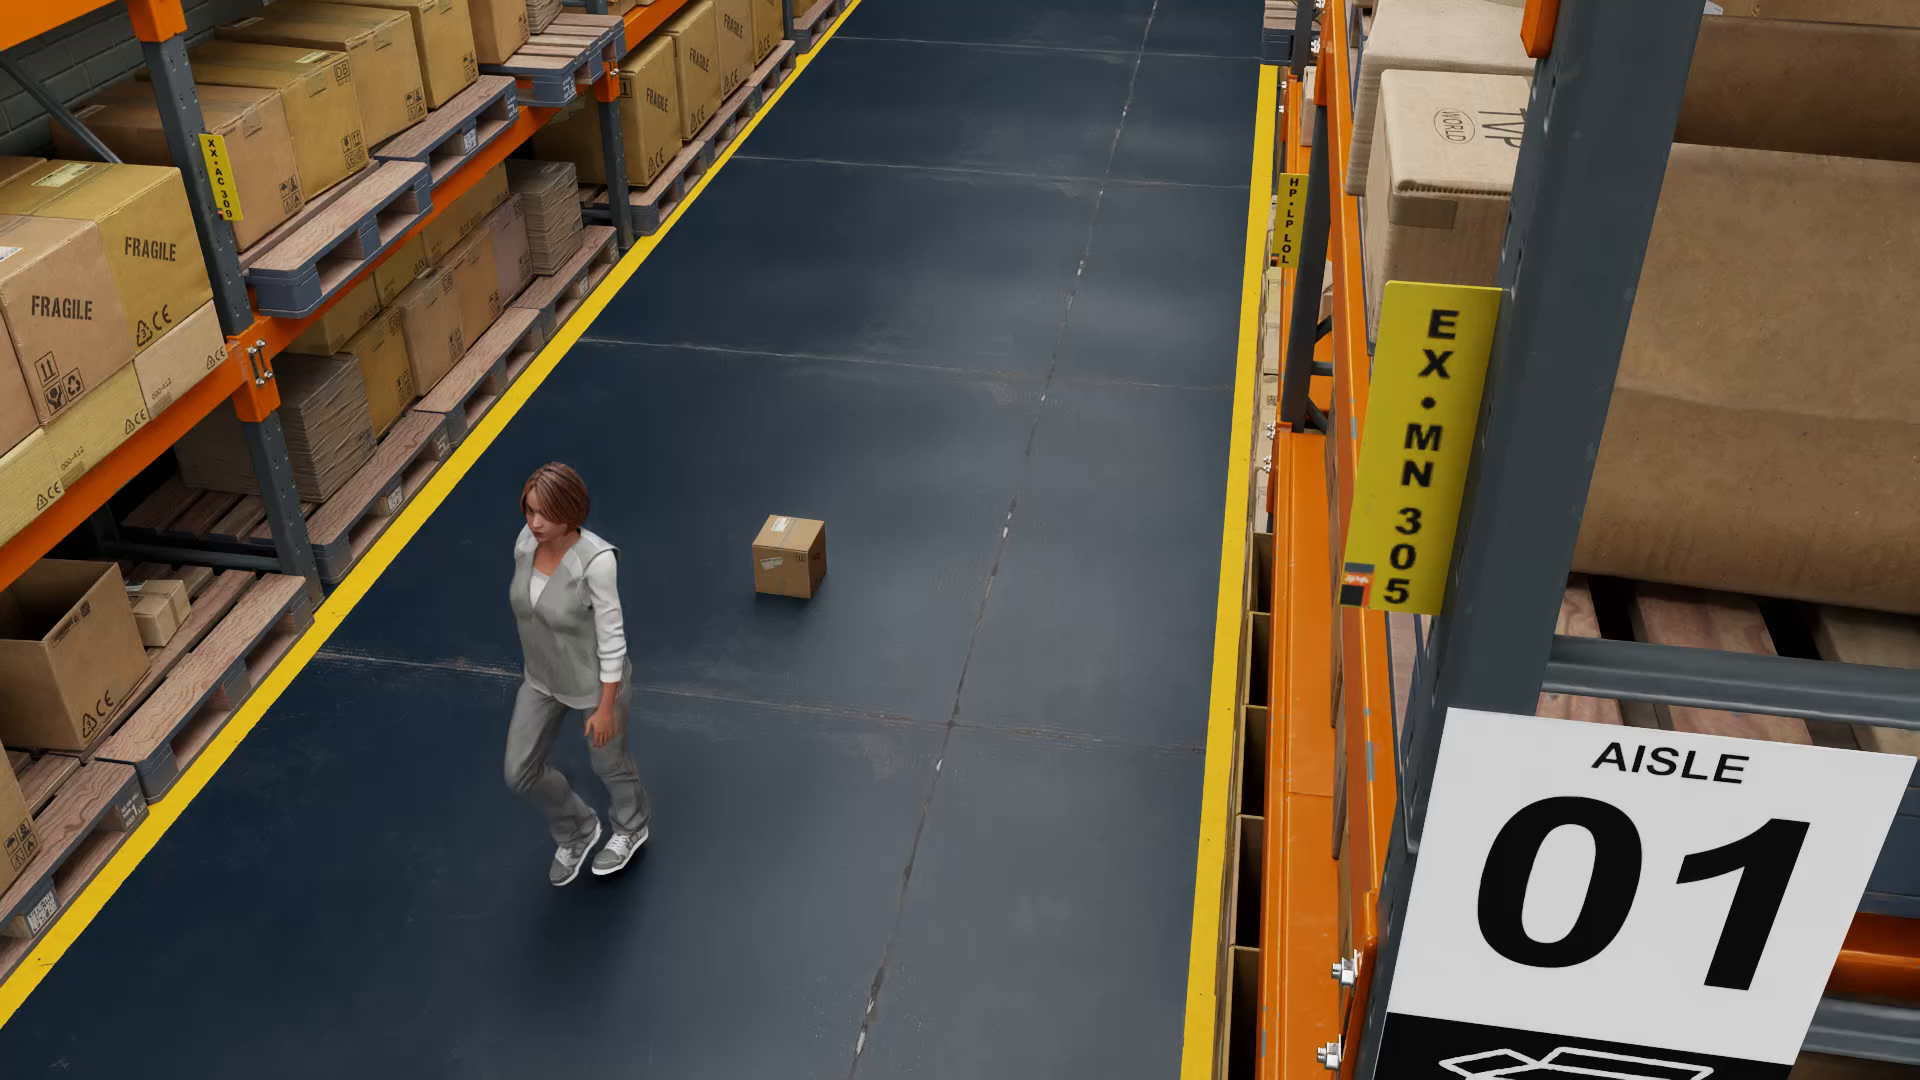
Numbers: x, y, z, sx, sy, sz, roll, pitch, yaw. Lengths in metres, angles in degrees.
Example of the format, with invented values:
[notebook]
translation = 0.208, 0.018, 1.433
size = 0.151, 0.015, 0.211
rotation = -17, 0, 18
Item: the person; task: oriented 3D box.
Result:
[person]
translation = -1.251, 0.488, 5.372
size = 0.459, 1.624, 0.481
rotation = 15, 36, 22
